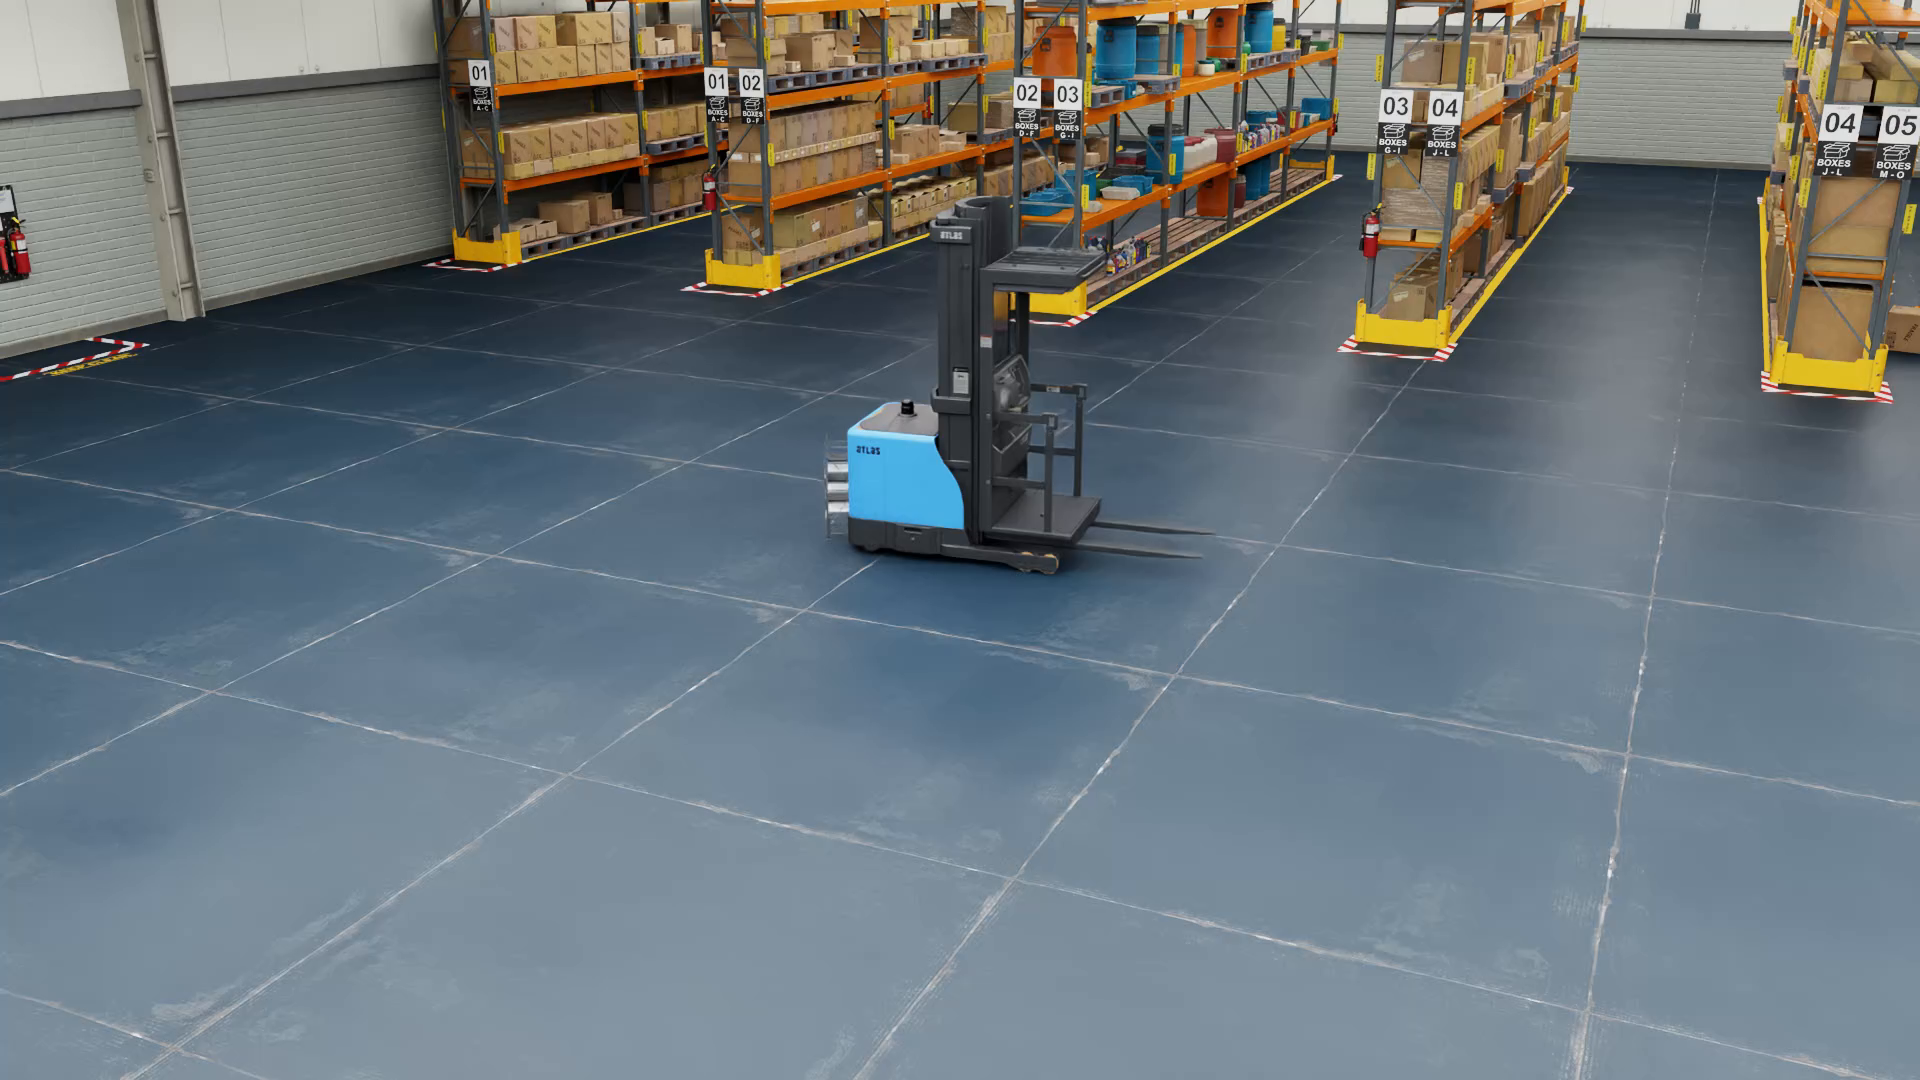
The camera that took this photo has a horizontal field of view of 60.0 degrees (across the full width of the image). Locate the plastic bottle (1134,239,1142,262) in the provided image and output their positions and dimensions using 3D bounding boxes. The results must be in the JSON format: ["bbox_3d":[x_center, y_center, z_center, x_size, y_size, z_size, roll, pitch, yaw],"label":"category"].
[{"bbox_3d":[2.774,-4.540,26.054,0.144,0.351,0.185,7,21,20],"label":"plastic bottle"}]

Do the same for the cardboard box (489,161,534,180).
[{"bbox_3d":[-7.333,-6.057,27.217,0.500,0.250,0.500,8,21,21],"label":"cardboard box"}]

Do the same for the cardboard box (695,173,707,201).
[{"bbox_3d":[-5.289,-6.963,32.645,0.700,0.500,0.500,8,21,22],"label":"cardboard box"}]

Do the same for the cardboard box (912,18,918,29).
[{"bbox_3d":[-1.328,-12.231,39.355,0.500,0.250,0.500,9,22,24],"label":"cardboard box"}]

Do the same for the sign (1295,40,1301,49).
[{"bbox_3d":[6.631,-9.663,32.672,0.100,0.325,0.005,9,21,23],"label":"sign"}]

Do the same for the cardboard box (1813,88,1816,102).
[{"bbox_3d":[10.774,-5.495,20.565,0.380,0.149,0.250,9,21,23],"label":"cardboard box"}]

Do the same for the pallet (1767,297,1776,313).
[{"bbox_3d":[12.103,-3.417,23.762,1.003,0.211,1.213,9,21,23],"label":"pallet"}]

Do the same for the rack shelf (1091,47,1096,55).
[{"bbox_3d":[2.431,-10.688,36.642,1.077,0.370,4.000,9,21,23],"label":"rack shelf"}]

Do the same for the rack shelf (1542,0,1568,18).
[{"bbox_3d":[9.829,-9.329,28.943,1.077,0.370,4.000,9,21,23],"label":"rack shelf"}]

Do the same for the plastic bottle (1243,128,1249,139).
[{"bbox_3d":[5.407,-7.615,31.478,0.144,0.351,0.185,9,21,23],"label":"plastic bottle"}]

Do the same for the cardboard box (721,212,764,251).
[{"bbox_3d":[-3.354,-4.794,25.830,0.500,0.500,0.500,9,21,23],"label":"cardboard box"}]

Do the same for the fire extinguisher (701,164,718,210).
[{"bbox_3d":[-3.774,-5.325,25.080,0.296,0.674,0.183,9,21,23],"label":"fire extinguisher"}]

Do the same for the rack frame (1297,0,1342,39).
[{"bbox_3d":[7.768,-12.371,35.823,1.000,3.000,0.127,9,21,23],"label":"rack frame"}]

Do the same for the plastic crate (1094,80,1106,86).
[{"bbox_3d":[1.959,-6.744,24.796,0.336,0.188,0.450,9,21,23],"label":"plastic crate"}]

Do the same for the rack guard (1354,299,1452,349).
[{"bbox_3d":[5.765,-2.819,21.649,1.175,0.500,0.348,9,21,23],"label":"rack guard"}]

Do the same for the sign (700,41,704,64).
[{"bbox_3d":[-3.791,-7.206,24.573,0.100,0.325,0.005,9,21,23],"label":"sign"}]

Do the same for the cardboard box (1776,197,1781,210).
[{"bbox_3d":[13.732,-5.482,27.391,0.500,0.250,0.500,9,21,23],"label":"cardboard box"}]

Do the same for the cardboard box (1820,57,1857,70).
[{"bbox_3d":[10.567,-5.716,19.996,0.380,0.149,0.250,8,21,22],"label":"cardboard box"}]

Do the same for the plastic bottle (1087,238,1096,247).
[{"bbox_3d":[2.067,-4.587,26.188,0.144,0.351,0.185,8,21,20],"label":"plastic bottle"}]

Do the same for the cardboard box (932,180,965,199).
[{"bbox_3d":[-0.223,-6.592,31.168,0.500,0.311,0.500,8,21,22],"label":"cardboard box"}]

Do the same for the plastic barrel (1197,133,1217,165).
[{"bbox_3d":[4.265,-6.807,28.967,0.421,0.512,0.421,0,20,0],"label":"plastic barrel"}]

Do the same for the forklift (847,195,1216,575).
[{"bbox_3d":[0.617,-1.294,13.732,3.031,2.935,1.130,6,20,17],"label":"forklift"}]

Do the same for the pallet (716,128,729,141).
[{"bbox_3d":[-4.741,-8.135,33.153,1.213,0.211,1.003,9,21,23],"label":"pallet"}]

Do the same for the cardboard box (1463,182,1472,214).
[{"bbox_3d":[6.539,-4.792,22.875,0.875,0.500,0.500,9,21,23],"label":"cardboard box"}]

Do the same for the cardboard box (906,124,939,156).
[{"bbox_3d":[-0.698,-7.311,30.401,0.500,0.500,0.500,7,21,20],"label":"cardboard box"}]

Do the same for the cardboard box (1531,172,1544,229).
[{"bbox_3d":[9.684,-6.095,29.675,1.225,0.875,0.875,9,21,23],"label":"cardboard box"}]

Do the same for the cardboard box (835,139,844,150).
[{"bbox_3d":[-2.101,-6.409,26.895,0.380,0.149,0.250,9,22,24],"label":"cardboard box"}]

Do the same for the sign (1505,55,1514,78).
[{"bbox_3d":[7.870,-6.781,23.811,0.100,0.325,0.005,9,21,23],"label":"sign"}]

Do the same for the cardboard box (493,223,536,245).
[{"bbox_3d":[-7.457,-5.152,27.835,0.500,0.311,0.500,6,20,17],"label":"cardboard box"}]

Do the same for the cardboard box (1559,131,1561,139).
[{"bbox_3d":[11.710,-8.045,32.988,0.380,0.149,0.250,8,21,21],"label":"cardboard box"}]

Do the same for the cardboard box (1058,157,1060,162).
[{"bbox_3d":[1.894,-8.385,36.925,0.500,0.311,0.500,9,21,23],"label":"cardboard box"}]

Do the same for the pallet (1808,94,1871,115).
[{"bbox_3d":[11.511,-5.607,21.415,1.003,0.211,1.213,9,21,23],"label":"pallet"}]

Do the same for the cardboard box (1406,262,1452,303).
[{"bbox_3d":[6.492,-3.558,23.101,0.500,0.500,0.500,11,22,28],"label":"cardboard box"}]

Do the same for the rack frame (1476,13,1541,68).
[{"bbox_3d":[9.010,-9.245,27.036,1.000,3.000,0.127,9,21,23],"label":"rack frame"}]

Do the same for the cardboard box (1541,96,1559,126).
[{"bbox_3d":[11.078,-8.176,31.642,0.500,0.500,0.500,9,21,23],"label":"cardboard box"}]

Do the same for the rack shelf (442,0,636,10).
[{"bbox_3d":[-7.004,-9.110,27.733,1.077,0.370,4.000,9,21,23],"label":"rack shelf"}]

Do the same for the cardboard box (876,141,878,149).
[{"bbox_3d":[-2.300,-9.068,38.595,0.700,0.500,0.500,8,21,22],"label":"cardboard box"}]

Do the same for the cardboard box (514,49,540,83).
[{"bbox_3d":[-7.205,-7.709,27.014,0.500,0.500,0.500,10,22,26],"label":"cardboard box"}]

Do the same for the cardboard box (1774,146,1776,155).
[{"bbox_3d":[14.129,-6.636,28.401,0.380,0.149,0.250,8,21,20],"label":"cardboard box"}]

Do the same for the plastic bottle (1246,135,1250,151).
[{"bbox_3d":[5.344,-7.378,30.913,0.061,0.283,0.133,9,21,23],"label":"plastic bottle"}]

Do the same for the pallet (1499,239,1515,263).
[{"bbox_3d":[8.689,-4.866,27.837,1.003,0.211,1.213,9,21,23],"label":"pallet"}]

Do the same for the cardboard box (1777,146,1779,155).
[{"bbox_3d":[13.494,-6.303,27.020,0.380,0.149,0.250,9,22,24],"label":"cardboard box"}]

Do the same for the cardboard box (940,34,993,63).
[{"bbox_3d":[0.122,-9.378,31.735,0.910,0.500,0.500,9,21,23],"label":"cardboard box"}]

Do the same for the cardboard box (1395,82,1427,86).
[{"bbox_3d":[5.870,-5.874,21.660,0.380,0.149,0.250,9,21,23],"label":"cardboard box"}]

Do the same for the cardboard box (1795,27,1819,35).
[{"bbox_3d":[16.031,-9.629,31.473,0.380,0.149,0.250,9,21,23],"label":"cardboard box"}]

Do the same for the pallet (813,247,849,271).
[{"bbox_3d":[-2.526,-4.631,27.176,1.003,0.211,1.213,9,21,23],"label":"pallet"}]

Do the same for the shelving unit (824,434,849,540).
[{"bbox_3d":[-1.038,-0.460,14.419,0.258,0.900,0.210,0,20,0],"label":"shelving unit"}]

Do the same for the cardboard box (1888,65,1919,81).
[{"bbox_3d":[10.645,-5.236,18.647,0.380,0.149,0.250,9,21,23],"label":"cardboard box"}]

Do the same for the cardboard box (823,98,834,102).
[{"bbox_3d":[-3.068,-9.544,36.206,0.500,0.500,0.500,9,21,23],"label":"cardboard box"}]

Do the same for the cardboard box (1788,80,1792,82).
[{"bbox_3d":[16.143,-8.555,31.963,0.500,0.500,0.500,9,22,24],"label":"cardboard box"}]

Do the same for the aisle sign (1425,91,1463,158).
[{"bbox_3d":[5.983,-5.138,20.560,0.394,0.787,0.004,9,21,23],"label":"aisle sign"}]

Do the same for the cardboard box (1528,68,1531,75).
[{"bbox_3d":[8.848,-7.429,26.629,0.500,0.250,0.500,8,21,23],"label":"cardboard box"}]

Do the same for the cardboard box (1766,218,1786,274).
[{"bbox_3d":[12.808,-4.404,25.106,1.050,0.750,0.750,9,21,24],"label":"cardboard box"}]

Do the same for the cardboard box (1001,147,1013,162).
[{"bbox_3d":[0.782,-7.965,34.343,0.500,0.250,0.500,9,21,23],"label":"cardboard box"}]

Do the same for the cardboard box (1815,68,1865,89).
[{"bbox_3d":[10.782,-5.638,20.372,0.500,0.250,0.500,9,21,23],"label":"cardboard box"}]
